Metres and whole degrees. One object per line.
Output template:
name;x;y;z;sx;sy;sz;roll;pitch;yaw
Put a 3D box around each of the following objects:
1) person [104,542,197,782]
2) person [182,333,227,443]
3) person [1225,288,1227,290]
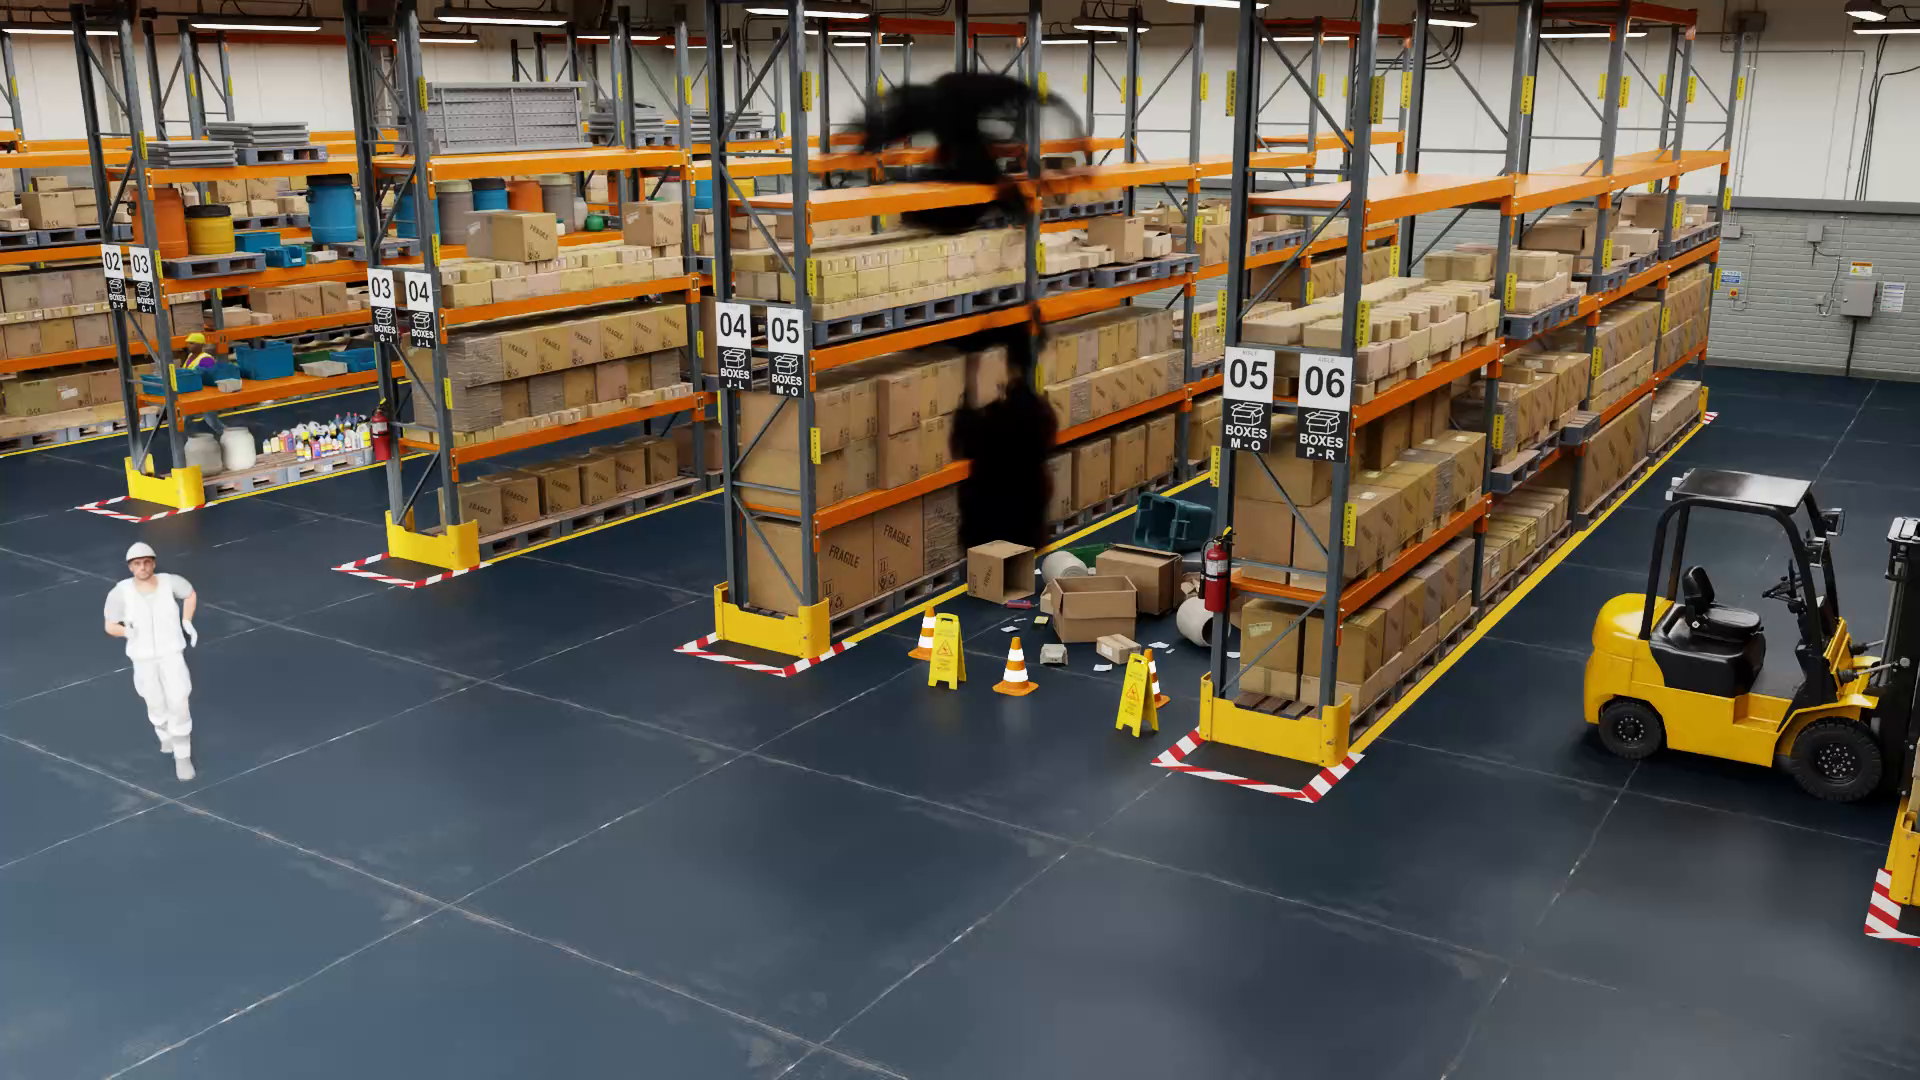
person;-6.108;0.905;12.646;0.633;1.848;0.793;-7;17;-23
person;-10.452;-1.950;22.932;0.674;1.828;0.782;9;18;29
person;4.619;-3.423;28.263;0.755;1.739;0.693;-15;21;-42
